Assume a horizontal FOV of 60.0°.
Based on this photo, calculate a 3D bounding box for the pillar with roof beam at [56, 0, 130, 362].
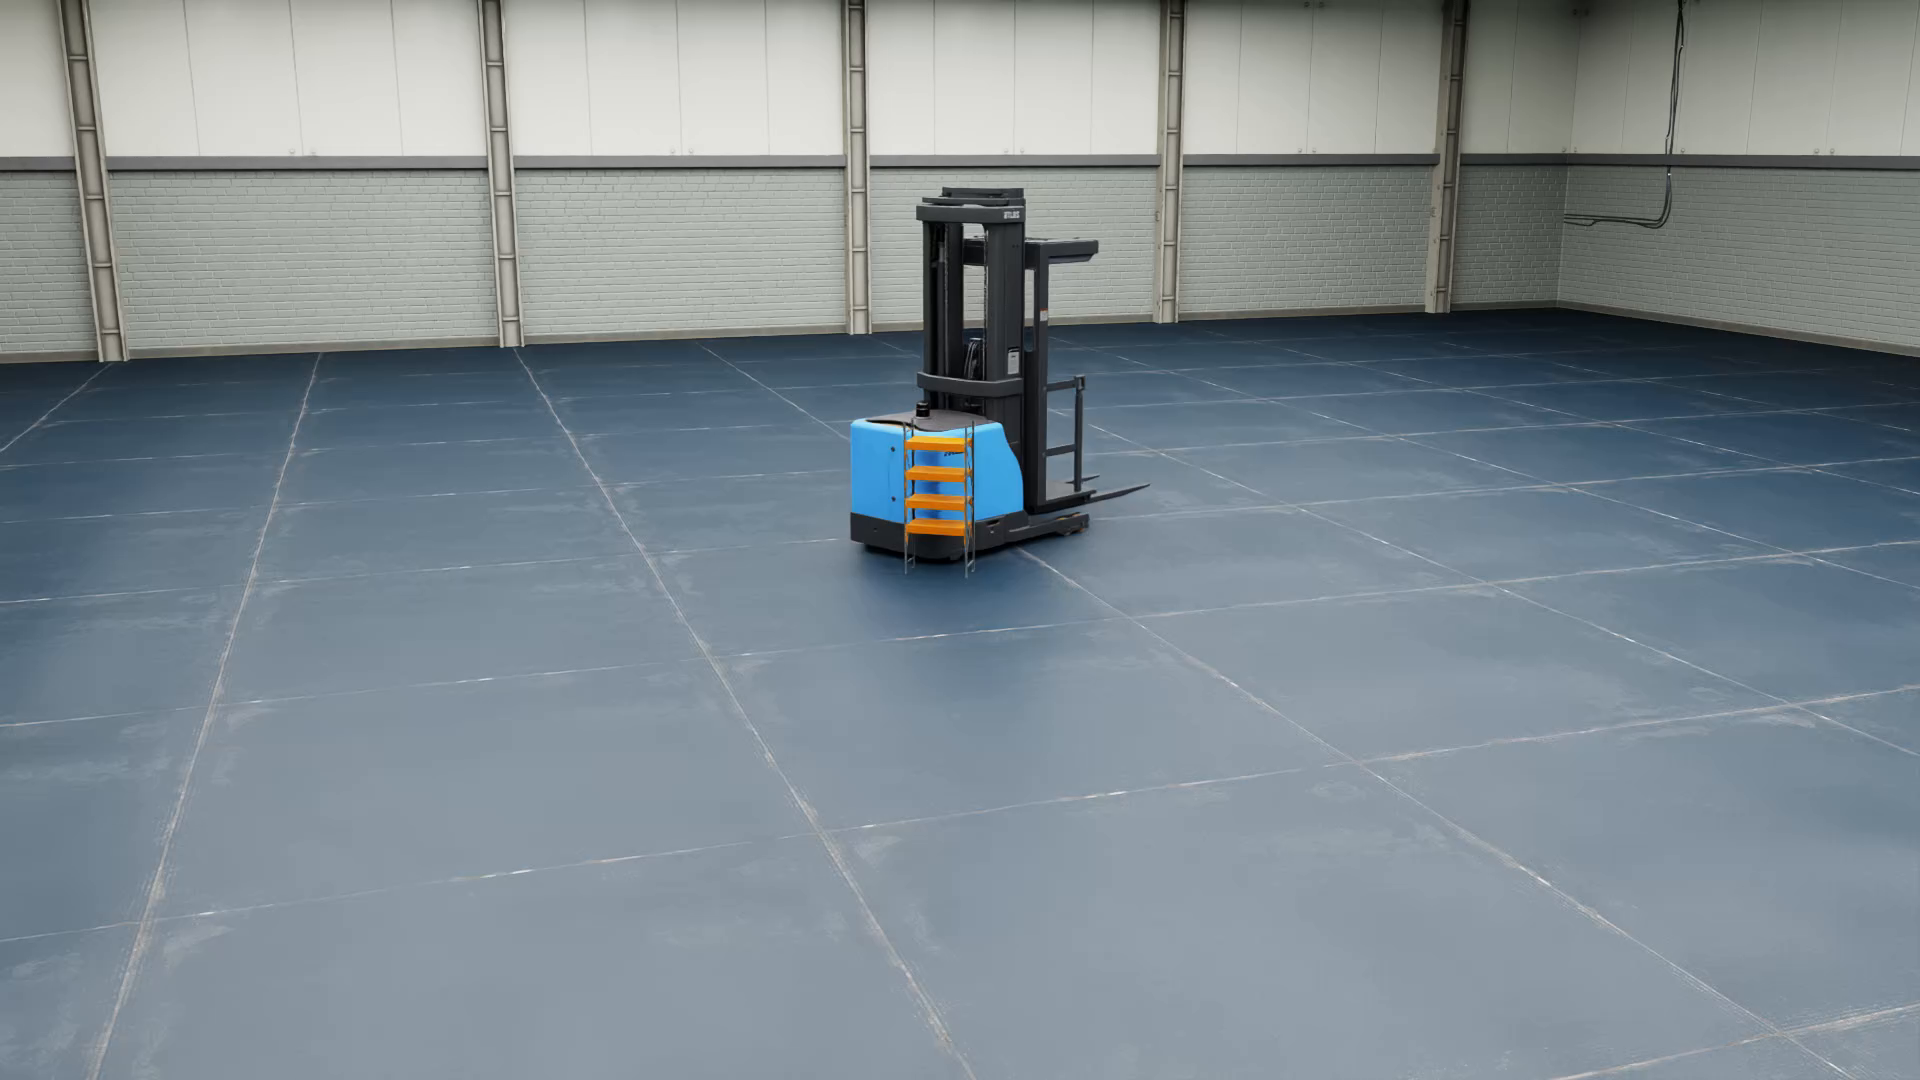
[{"bbox_3d":[-11.802,-6.235,20.909,0.400,9.000,9.100,-4,14,-18],"label":"pillar with roof beam"}]

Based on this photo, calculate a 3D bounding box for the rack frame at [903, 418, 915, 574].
[{"bbox_3d":[-0.396,-0.343,12.986,0.015,1.200,0.240,4,14,15],"label":"rack frame"}]

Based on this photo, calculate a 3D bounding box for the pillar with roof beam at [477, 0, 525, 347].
[{"bbox_3d":[-6.116,-6.678,22.771,0.400,9.000,9.100,-4,14,-18],"label":"pillar with roof beam"}]

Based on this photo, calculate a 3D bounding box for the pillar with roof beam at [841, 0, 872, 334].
[{"bbox_3d":[-0.429,-7.121,24.633,0.400,9.000,9.100,-4,14,-18],"label":"pillar with roof beam"}]

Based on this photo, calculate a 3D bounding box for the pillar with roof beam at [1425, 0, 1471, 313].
[{"bbox_3d":[10.944,-8.006,28.356,0.400,9.000,9.100,-4,14,-18],"label":"pillar with roof beam"}]

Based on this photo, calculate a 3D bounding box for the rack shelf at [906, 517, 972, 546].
[{"bbox_3d":[-0.159,-0.071,12.989,0.480,0.148,0.258,4,14,15],"label":"rack shelf"}]

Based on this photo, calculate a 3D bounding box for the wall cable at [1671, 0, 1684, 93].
[{"bbox_3d":[13.648,-9.231,29.301,0.112,2.526,3.097,-4,14,-18],"label":"wall cable"}]

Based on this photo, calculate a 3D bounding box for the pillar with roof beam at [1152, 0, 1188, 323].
[{"bbox_3d":[5.258,-7.564,26.494,0.400,9.000,9.100,-4,14,-18],"label":"pillar with roof beam"}]

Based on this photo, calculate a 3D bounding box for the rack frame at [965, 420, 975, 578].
[{"bbox_3d":[0.075,-0.314,12.863,0.015,1.200,0.240,4,14,15],"label":"rack frame"}]

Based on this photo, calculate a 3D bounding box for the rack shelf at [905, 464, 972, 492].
[{"bbox_3d":[-0.161,-0.480,12.887,0.480,0.148,0.258,4,14,15],"label":"rack shelf"}]

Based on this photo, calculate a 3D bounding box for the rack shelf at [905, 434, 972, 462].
[{"bbox_3d":[-0.161,-0.710,12.830,0.480,0.148,0.258,4,14,15],"label":"rack shelf"}]

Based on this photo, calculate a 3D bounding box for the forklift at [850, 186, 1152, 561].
[{"bbox_3d":[0.477,-1.531,14.246,1.130,2.935,3.031,13,18,43],"label":"forklift"}]

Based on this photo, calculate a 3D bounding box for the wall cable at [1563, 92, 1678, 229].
[{"bbox_3d":[12.785,-7.367,32.380,0.112,2.526,3.097,-4,14,-18],"label":"wall cable"}]

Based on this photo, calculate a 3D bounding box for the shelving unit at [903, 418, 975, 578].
[{"bbox_3d":[-0.160,-0.329,12.925,0.503,1.200,0.258,4,14,15],"label":"shelving unit"}]

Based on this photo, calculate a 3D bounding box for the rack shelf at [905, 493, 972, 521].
[{"bbox_3d":[-0.160,-0.263,12.941,0.480,0.148,0.258,4,14,15],"label":"rack shelf"}]
